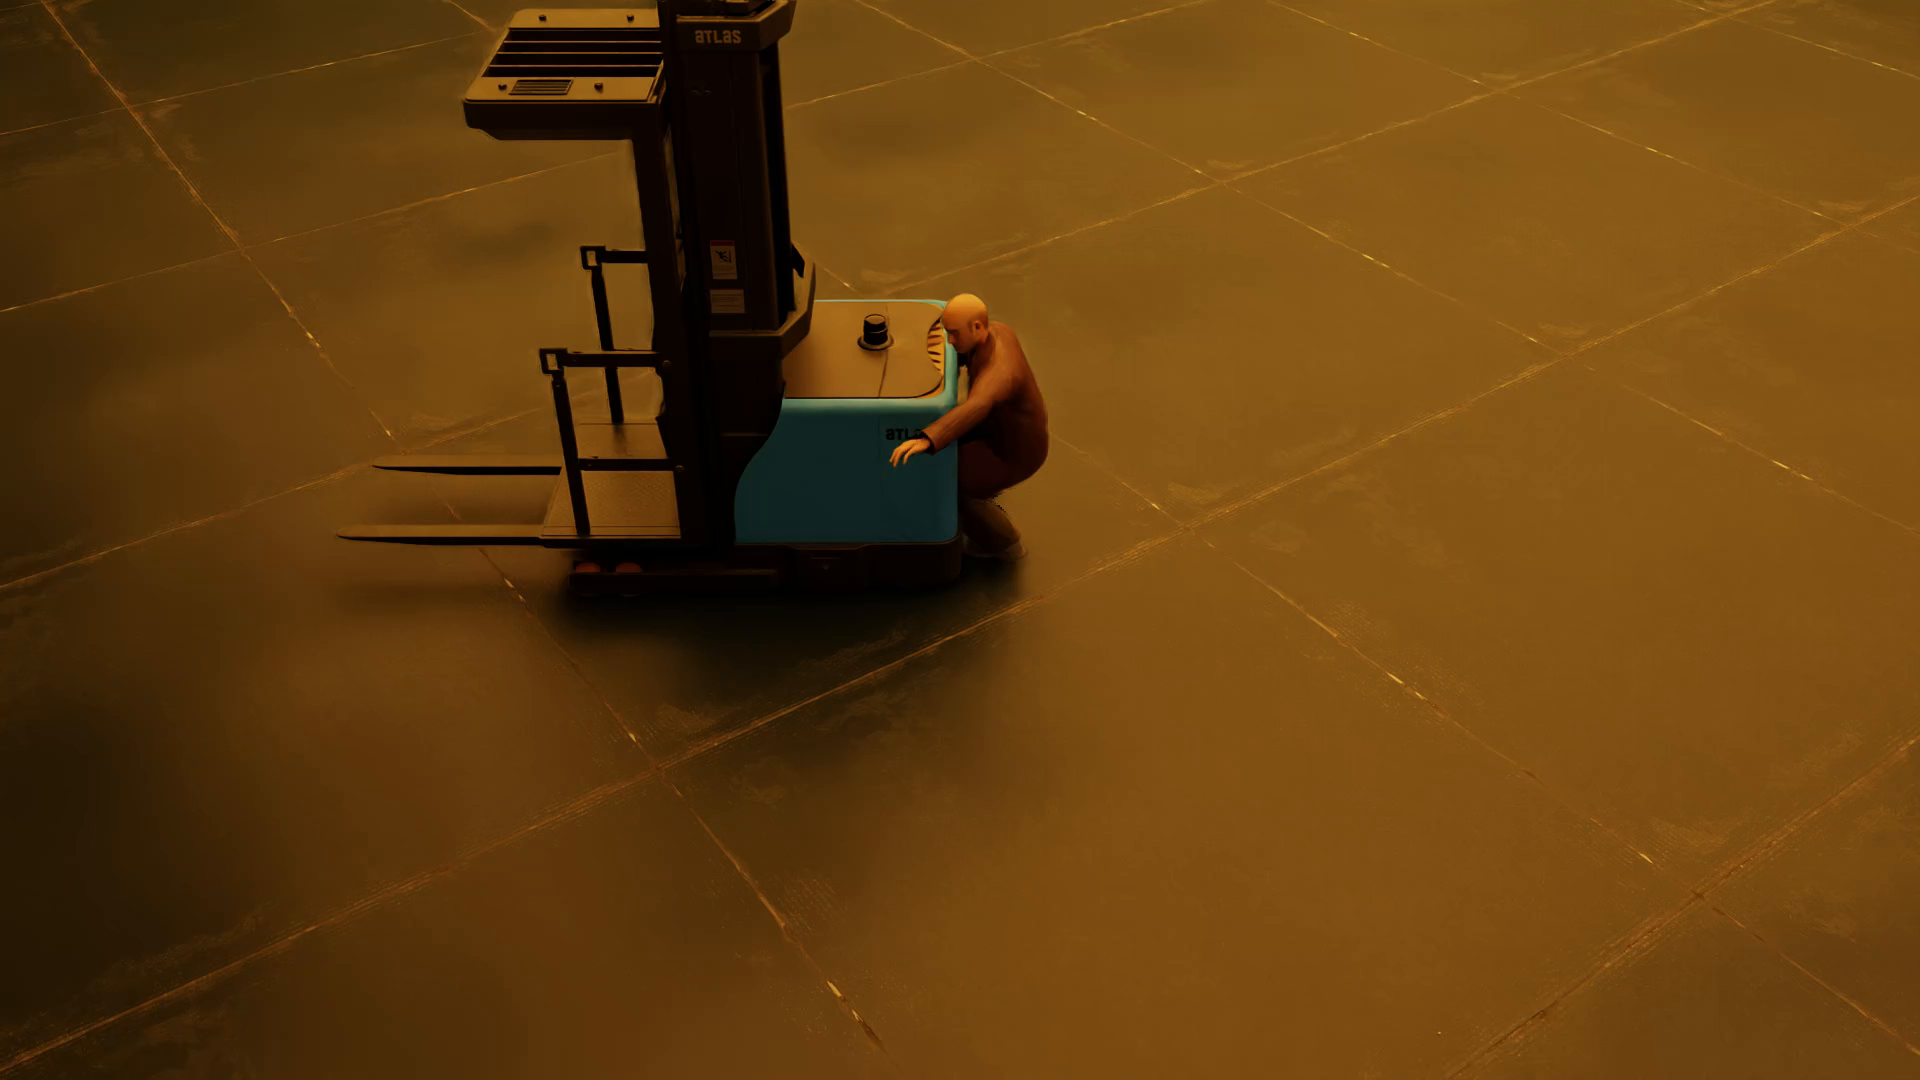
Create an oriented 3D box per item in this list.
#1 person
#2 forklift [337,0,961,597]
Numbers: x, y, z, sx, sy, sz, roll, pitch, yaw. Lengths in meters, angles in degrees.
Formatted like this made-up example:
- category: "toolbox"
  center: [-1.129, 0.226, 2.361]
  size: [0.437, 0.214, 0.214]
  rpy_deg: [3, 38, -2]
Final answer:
- category: "person"
  center: [0.011, -0.515, 7.853]
  size: [0.804, 1.500, 1.618]
  rpy_deg: [-1, 36, -2]
- category: "forklift"
  center: [-1.512, -1.219, 7.594]
  size: [3.031, 2.935, 1.130]
  rpy_deg: [0, 36, 0]
